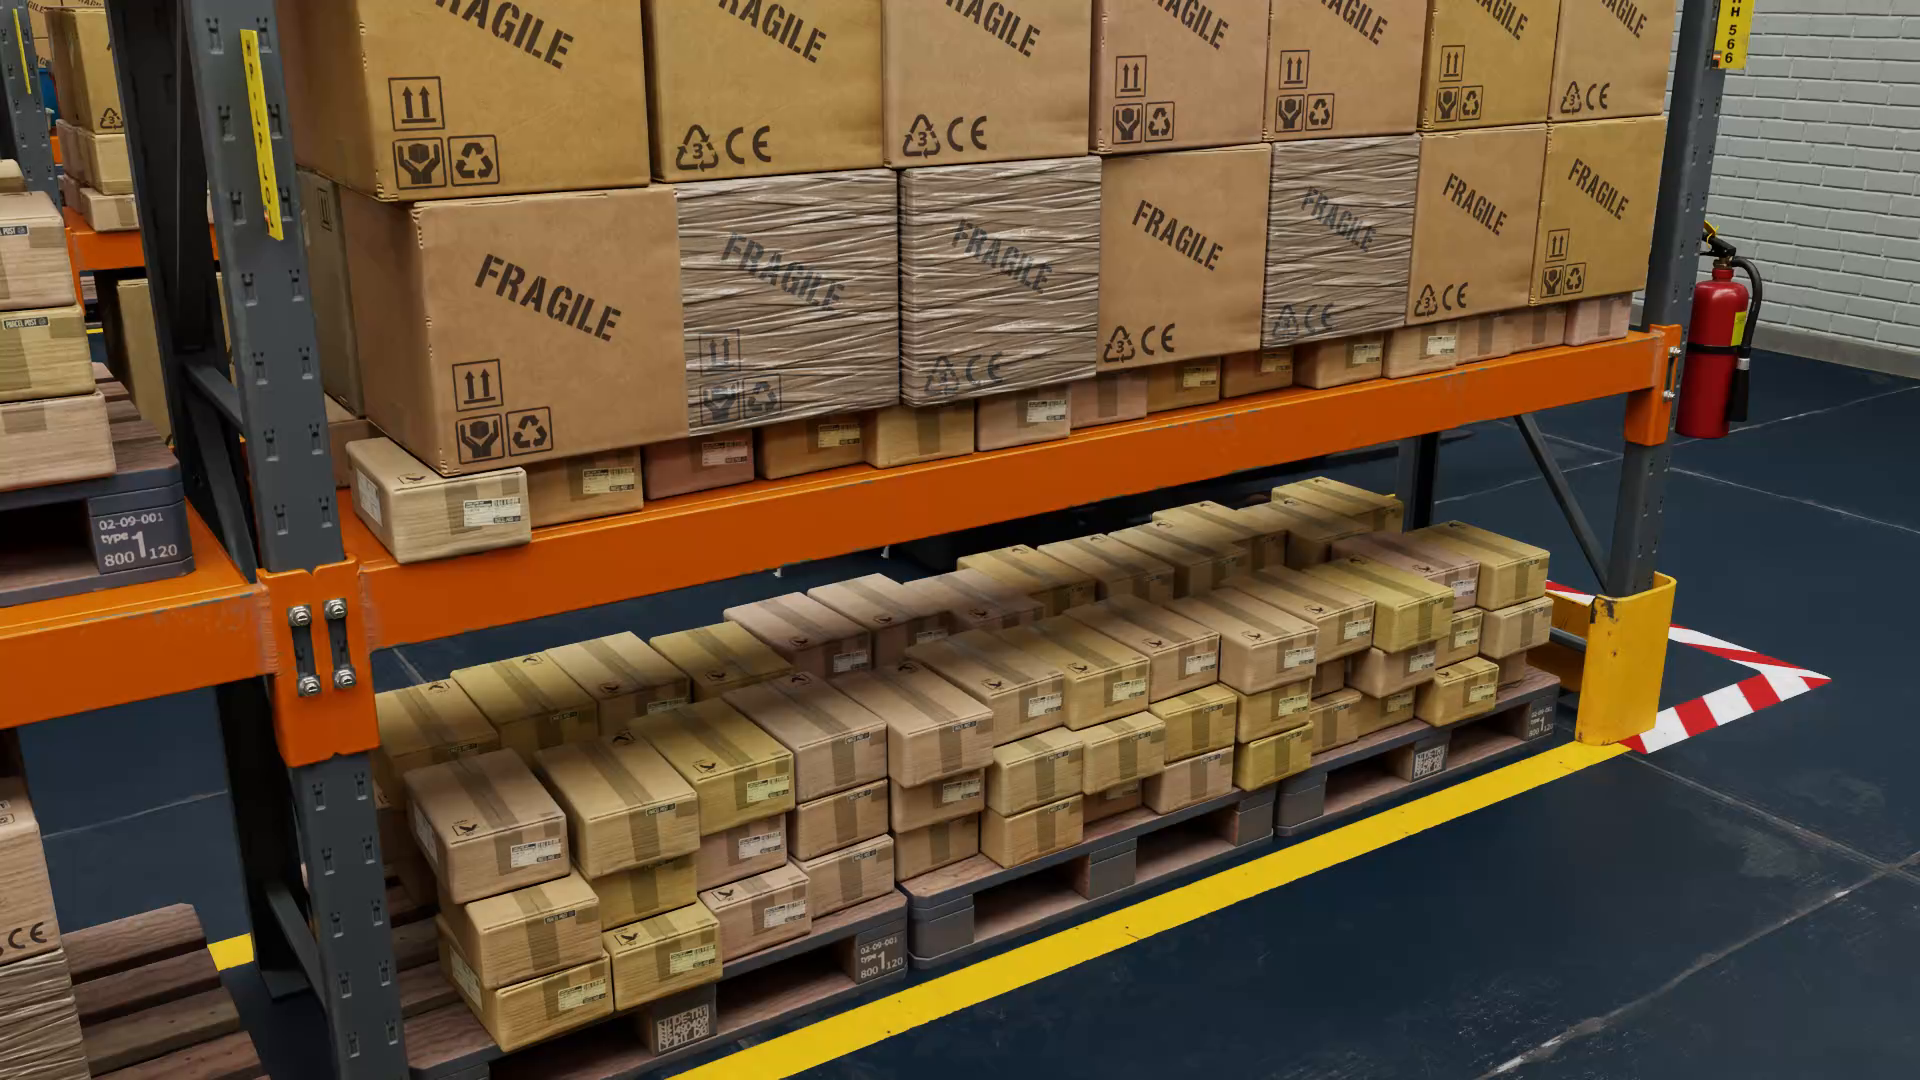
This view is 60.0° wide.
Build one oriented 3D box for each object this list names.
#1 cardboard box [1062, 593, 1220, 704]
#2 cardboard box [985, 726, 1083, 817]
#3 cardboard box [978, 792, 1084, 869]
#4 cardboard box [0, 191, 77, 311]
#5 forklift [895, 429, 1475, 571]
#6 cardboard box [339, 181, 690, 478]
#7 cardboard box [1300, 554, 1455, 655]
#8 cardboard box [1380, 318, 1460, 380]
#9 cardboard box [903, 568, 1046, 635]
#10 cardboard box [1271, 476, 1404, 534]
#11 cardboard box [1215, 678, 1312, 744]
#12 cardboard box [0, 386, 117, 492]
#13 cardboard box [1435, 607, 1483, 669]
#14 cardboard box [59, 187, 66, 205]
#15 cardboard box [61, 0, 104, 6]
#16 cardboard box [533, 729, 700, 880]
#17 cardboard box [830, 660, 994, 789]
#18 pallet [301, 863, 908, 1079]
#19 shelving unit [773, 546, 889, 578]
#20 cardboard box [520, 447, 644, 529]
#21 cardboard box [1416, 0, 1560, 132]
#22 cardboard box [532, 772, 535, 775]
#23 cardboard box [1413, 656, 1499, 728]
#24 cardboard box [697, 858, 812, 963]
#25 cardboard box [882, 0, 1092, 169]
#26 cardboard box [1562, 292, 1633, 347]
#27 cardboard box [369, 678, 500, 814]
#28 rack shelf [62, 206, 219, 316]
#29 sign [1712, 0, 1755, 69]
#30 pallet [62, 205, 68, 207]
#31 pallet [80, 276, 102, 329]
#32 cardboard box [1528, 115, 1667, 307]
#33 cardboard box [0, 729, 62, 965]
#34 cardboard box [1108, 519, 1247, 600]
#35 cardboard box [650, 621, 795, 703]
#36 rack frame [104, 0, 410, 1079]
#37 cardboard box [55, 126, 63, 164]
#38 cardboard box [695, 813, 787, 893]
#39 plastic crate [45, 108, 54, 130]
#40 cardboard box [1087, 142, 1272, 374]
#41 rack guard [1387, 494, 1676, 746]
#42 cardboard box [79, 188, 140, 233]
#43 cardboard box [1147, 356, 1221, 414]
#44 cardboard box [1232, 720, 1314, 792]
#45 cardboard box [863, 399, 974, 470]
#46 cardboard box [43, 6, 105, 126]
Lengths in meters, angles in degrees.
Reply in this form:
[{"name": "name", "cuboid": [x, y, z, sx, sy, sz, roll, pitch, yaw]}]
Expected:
[{"name": "cardboard box", "cuboid": [0.491, 0.292, 4.566, 0.250, 0.149, 0.380, -13, 23, -33]}, {"name": "cardboard box", "cuboid": [0.106, 0.544, 4.283, 0.250, 0.149, 0.380, -12, 22, -32]}, {"name": "cardboard box", "cuboid": [0.109, 0.683, 4.336, 0.250, 0.149, 0.380, -13, 22, -33]}, {"name": "cardboard box", "cuboid": [-1.661, -0.490, 2.817, 0.250, 0.149, 0.380, -11, 21, -29]}, {"name": "forklift", "cuboid": [1.012, -1.561, 7.287, 3.031, 2.935, 1.130, -10, 21, -26]}, {"name": "cardboard box", "cuboid": [-0.881, -0.459, 3.298, 0.500, 0.500, 0.500, -12, 22, -32]}, {"name": "cardboard box", "cuboid": [1.217, 0.184, 4.884, 0.250, 0.149, 0.380, -12, 22, -33]}, {"name": "cardboard box", "cuboid": [1.161, -0.570, 4.640, 0.250, 0.149, 0.380, -11, 22, -30]}, {"name": "cardboard box", "cuboid": [0.037, 0.223, 4.769, 0.250, 0.149, 0.380, -12, 22, -31]}, {"name": "cardboard box", "cuboid": [1.283, -0.084, 5.677, 0.250, 0.149, 0.380, -13, 23, -34]}, {"name": "cardboard box", "cuboid": [0.765, 0.411, 4.676, 0.250, 0.149, 0.380, -12, 22, -31]}, {"name": "cardboard box", "cuboid": [-1.656, -0.208, 2.913, 0.250, 0.149, 0.380, -12, 22, -33]}, {"name": "cardboard box", "cuboid": [1.375, 0.256, 5.134, 0.250, 0.149, 0.380, -13, 22, -33]}, {"name": "cardboard box", "cuboid": [-8.922, -3.362, 16.270, 0.250, 0.149, 0.380, -12, 22, -31]}, {"name": "cardboard box", "cuboid": [-8.114, -4.956, 15.503, 0.500, 0.500, 0.500, -13, 22, -33]}, {"name": "cardboard box", "cuboid": [-0.769, 0.581, 3.709, 0.250, 0.149, 0.380, -11, 21, -29]}, {"name": "cardboard box", "cuboid": [-0.122, 0.448, 4.102, 0.250, 0.149, 0.380, -11, 22, -30]}, {"name": "pallet", "cuboid": [-0.892, 0.942, 4.128, 1.213, 0.211, 1.003, -12, 22, -31]}, {"name": "shelving unit", "cuboid": [-0.577, -0.484, 6.804, 0.503, 1.200, 0.258, -10, 21, -26]}, {"name": "cardboard box", "cuboid": [-0.842, -0.160, 3.425, 0.250, 0.149, 0.380, -11, 22, -30]}, {"name": "cardboard box", "cuboid": [1.239, -1.381, 4.464, 0.500, 0.500, 0.500, -13, 23, -33]}, {"name": "cardboard box", "cuboid": [-1.126, 0.568, 4.211, 0.250, 0.149, 0.380, -13, 23, -34]}, {"name": "cardboard box", "cuboid": [1.423, 0.417, 5.123, 0.250, 0.149, 0.380, -11, 22, -30]}, {"name": "cardboard box", "cuboid": [-0.551, 0.818, 3.937, 0.250, 0.149, 0.380, -12, 22, -32]}, {"name": "cardboard box", "cuboid": [-0.060, -1.103, 3.642, 0.500, 0.500, 0.500, -11, 22, -31]}, {"name": "cardboard box", "cuboid": [1.790, -0.703, 5.034, 0.250, 0.149, 0.380, -12, 22, -31]}, {"name": "cardboard box", "cuboid": [-1.280, 0.487, 3.988, 0.250, 0.149, 0.380, -11, 22, -30]}, {"name": "rack shelf", "cuboid": [-2.407, -1.607, 8.437, 4.000, 0.370, 1.077, -12, 22, -31]}, {"name": "sign", "cuboid": [2.196, -1.502, 4.702, 0.005, 0.325, 0.100, -12, 22, -31]}, {"name": "pallet", "cuboid": [-8.948, -3.045, 15.923, 1.213, 0.211, 1.003, -12, 22, -31]}, {"name": "pallet", "cuboid": [-6.208, -1.739, 12.059, 1.213, 0.211, 1.003, -12, 22, -31]}, {"name": "cardboard box", "cuboid": [1.673, -0.996, 4.886, 0.500, 0.500, 0.500, -11, 22, -30]}, {"name": "cardboard box", "cuboid": [-1.917, 0.578, 2.928, 0.500, 0.250, 0.500, -13, 22, -33]}, {"name": "cardboard box", "cuboid": [0.676, 0.072, 5.214, 0.250, 0.149, 0.380, -13, 23, -34]}, {"name": "cardboard box", "cuboid": [-0.624, 0.360, 4.362, 0.250, 0.149, 0.380, -11, 22, -30]}, {"name": "rack frame", "cuboid": [-1.434, -0.251, 3.303, 0.127, 3.000, 1.000, -12, 22, -31]}, {"name": "cardboard box", "cuboid": [-10.717, -4.867, 20.203, 0.500, 0.500, 0.700, -11, 22, -30]}, {"name": "cardboard box", "cuboid": [-0.609, 0.660, 3.939, 0.250, 0.149, 0.380, -12, 22, -32]}, {"name": "plastic crate", "cuboid": [-6.334, -2.867, 11.361, 0.243, 0.136, 0.396, -12, 22, -31]}, {"name": "cardboard box", "cuboid": [0.400, -0.729, 4.098, 0.500, 0.500, 0.500, -11, 21, -29]}, {"name": "rack guard", "cuboid": [1.844, 0.242, 5.748, 0.348, 0.500, 1.175, -12, 22, -31]}, {"name": "cardboard box", "cuboid": [-3.647, -1.439, 7.211, 0.250, 0.149, 0.380, -12, 22, -31]}, {"name": "cardboard box", "cuboid": [0.453, -0.449, 4.281, 0.250, 0.149, 0.380, -11, 22, -30]}, {"name": "cardboard box", "cuboid": [0.778, 0.549, 4.732, 0.250, 0.149, 0.380, -13, 23, -34]}, {"name": "cardboard box", "cuboid": [-0.171, -0.294, 3.822, 0.250, 0.149, 0.380, -11, 22, -30]}, {"name": "cardboard box", "cuboid": [-3.840, -2.173, 7.587, 0.500, 0.500, 0.500, -11, 22, -30]}]
